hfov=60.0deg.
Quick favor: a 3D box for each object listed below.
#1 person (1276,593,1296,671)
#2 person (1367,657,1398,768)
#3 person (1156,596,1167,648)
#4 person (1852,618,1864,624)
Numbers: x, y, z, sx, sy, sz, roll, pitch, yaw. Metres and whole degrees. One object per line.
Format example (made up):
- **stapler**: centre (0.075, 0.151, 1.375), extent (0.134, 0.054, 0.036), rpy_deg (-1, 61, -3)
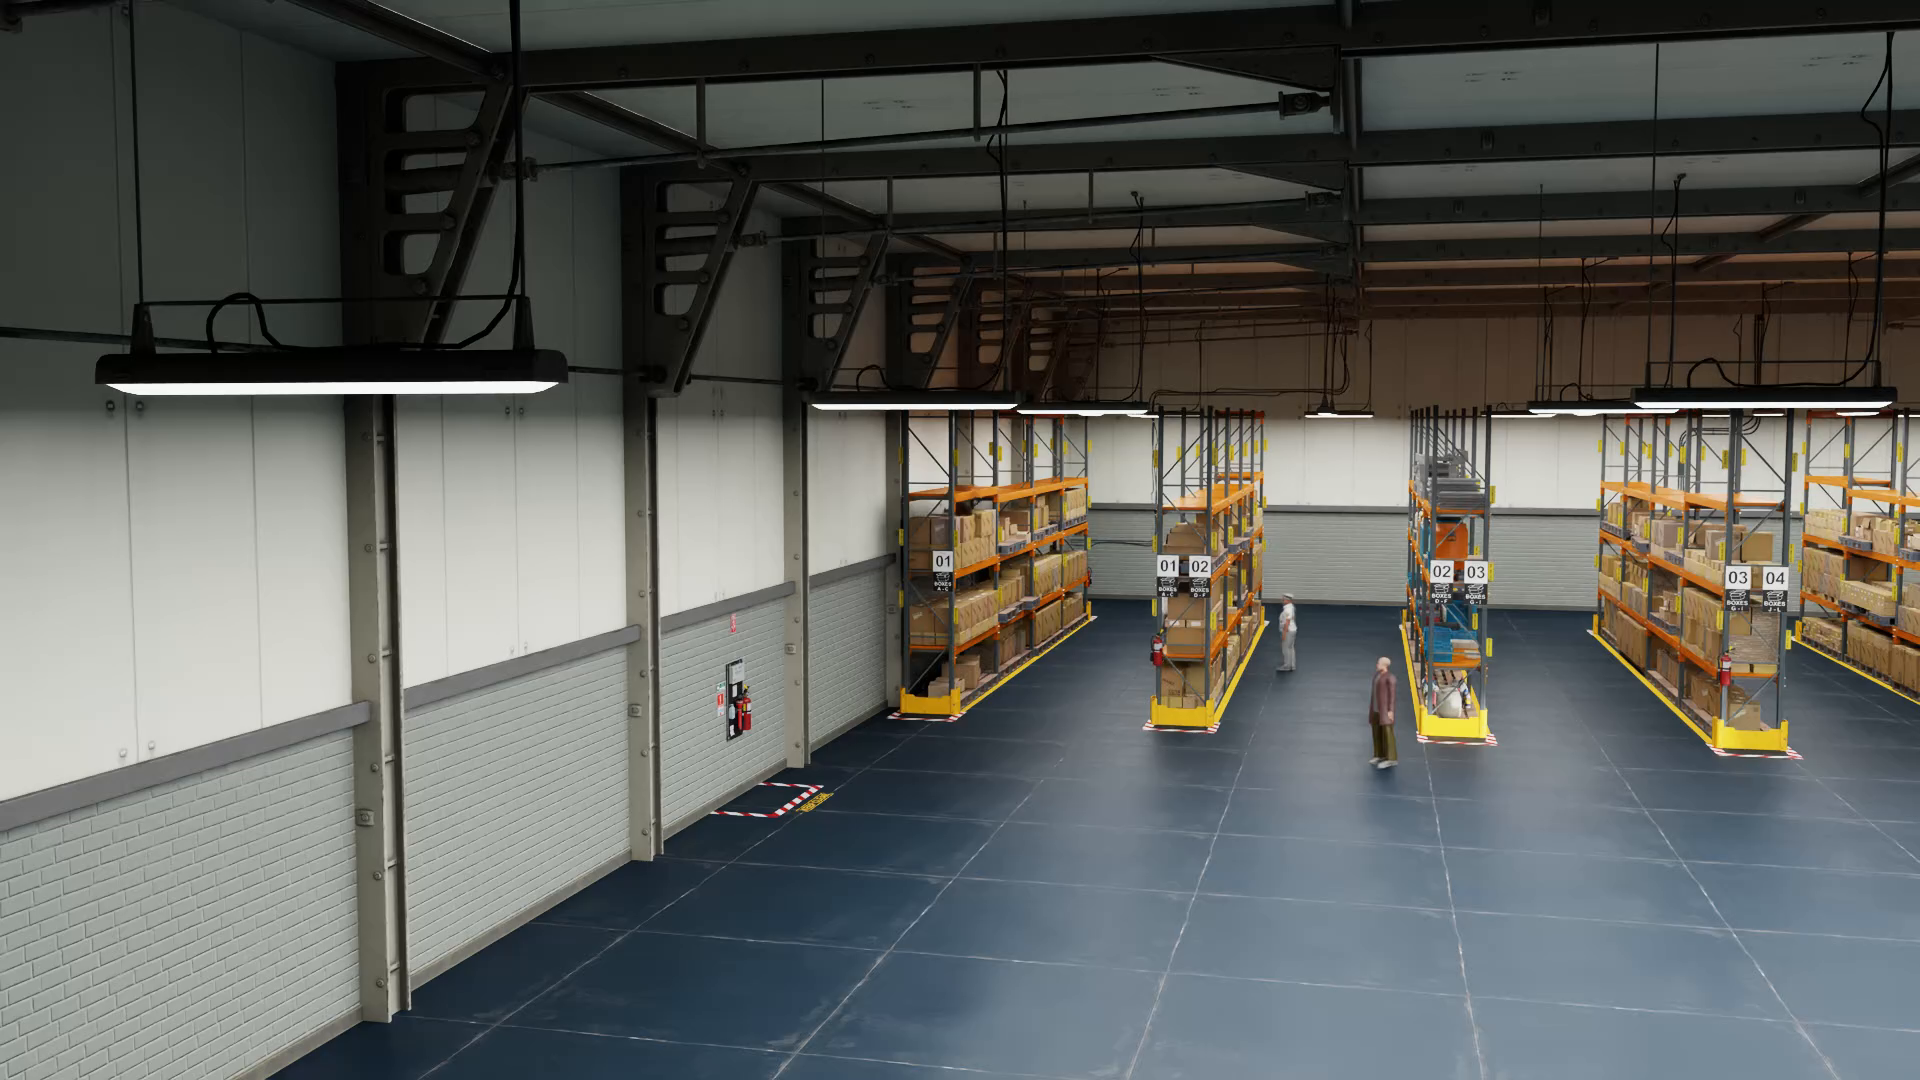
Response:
- **person**: centre (7.478, 2.106, 38.071), extent (0.417, 1.778, 0.616), rpy_deg (1, 4, 19)
- **person**: centre (6.995, 2.848, 27.653), extent (0.472, 1.786, 0.611), rpy_deg (-3, 5, -32)
- **person**: centre (5.199, 1.847, 41.897), extent (0.563, 1.725, 1.045), rpy_deg (1, 4, 12)
- **person**: centre (24.492, 1.655, 45.430), extent (0.443, 1.588, 0.428), rpy_deg (-1, 4, -19)
